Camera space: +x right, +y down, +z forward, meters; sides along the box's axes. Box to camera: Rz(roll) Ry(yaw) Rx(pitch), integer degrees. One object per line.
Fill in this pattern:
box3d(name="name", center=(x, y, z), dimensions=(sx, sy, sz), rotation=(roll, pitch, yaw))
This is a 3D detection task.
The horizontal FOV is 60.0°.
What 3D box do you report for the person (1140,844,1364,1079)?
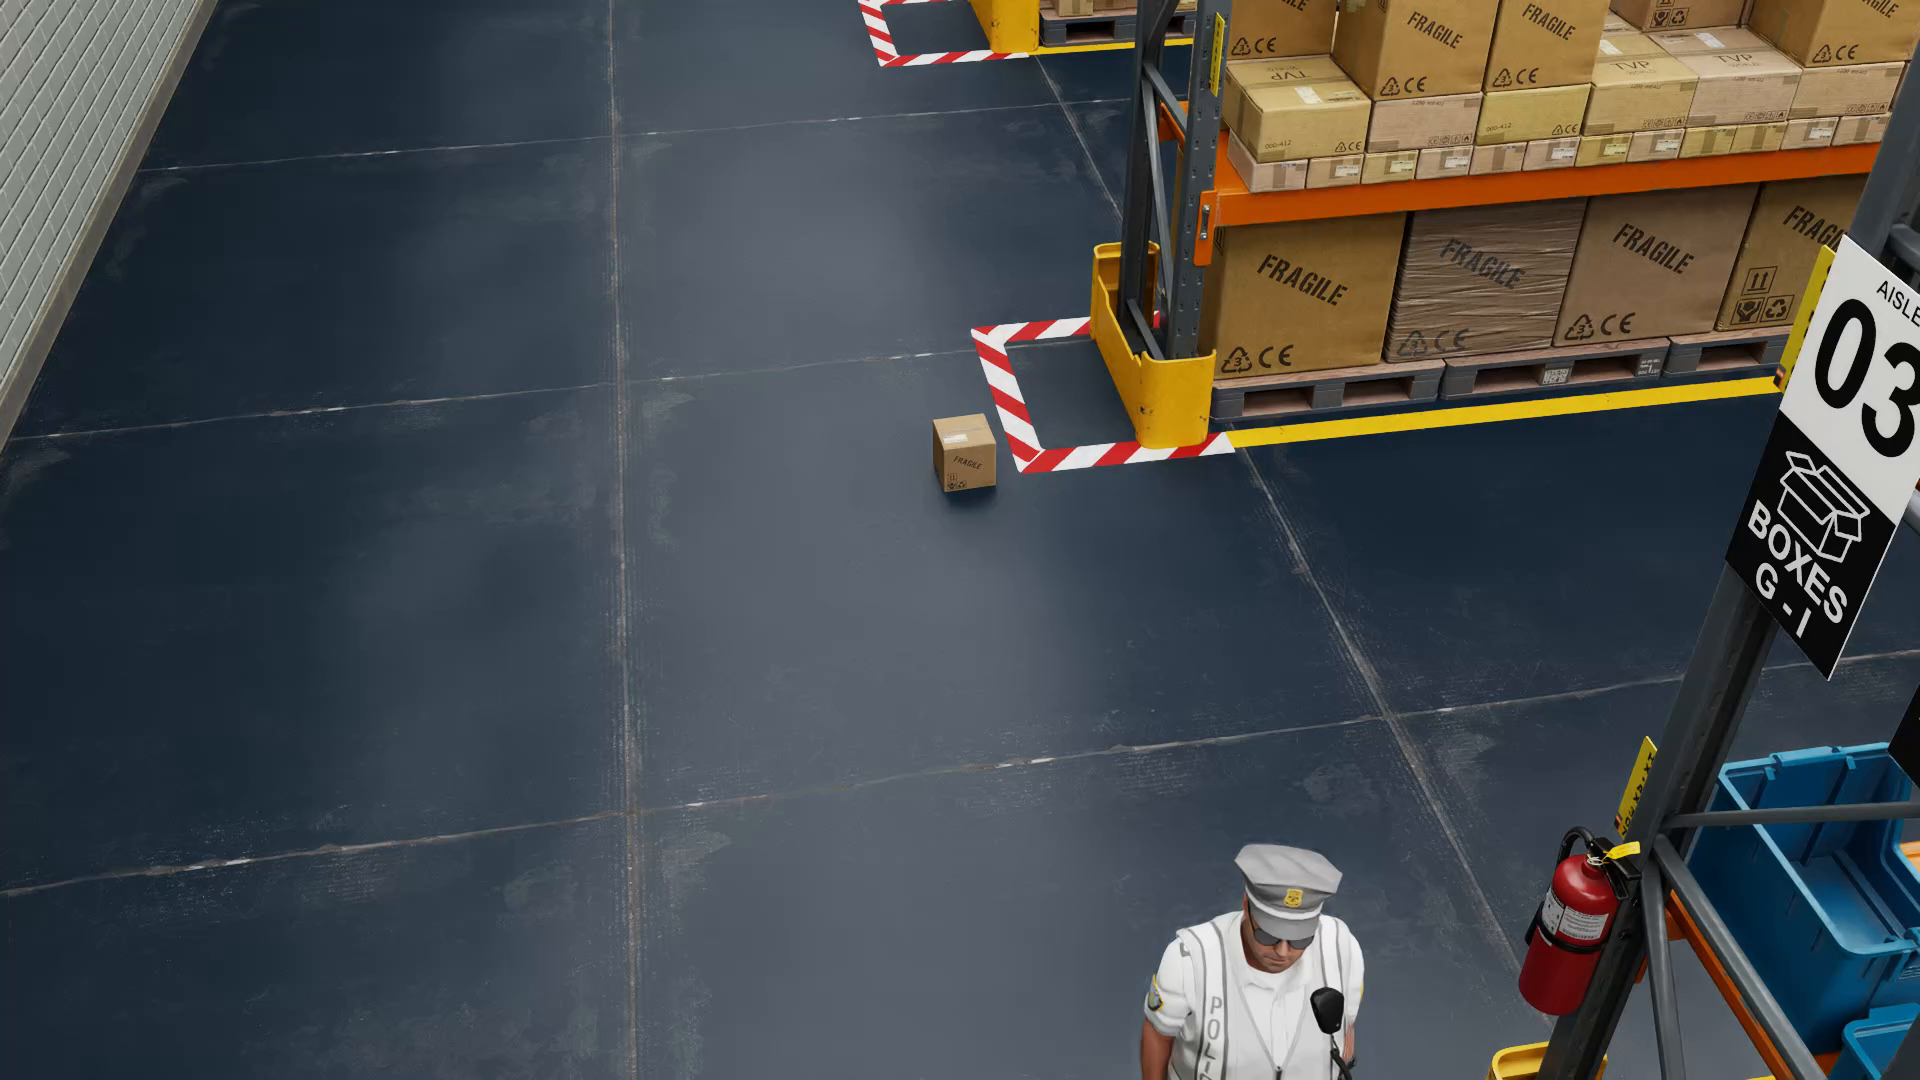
box3d(name="person", center=(0.731, 1.444, 4.282), dimensions=(0.534, 1.780, 0.487), rotation=(-6, 39, -7))
